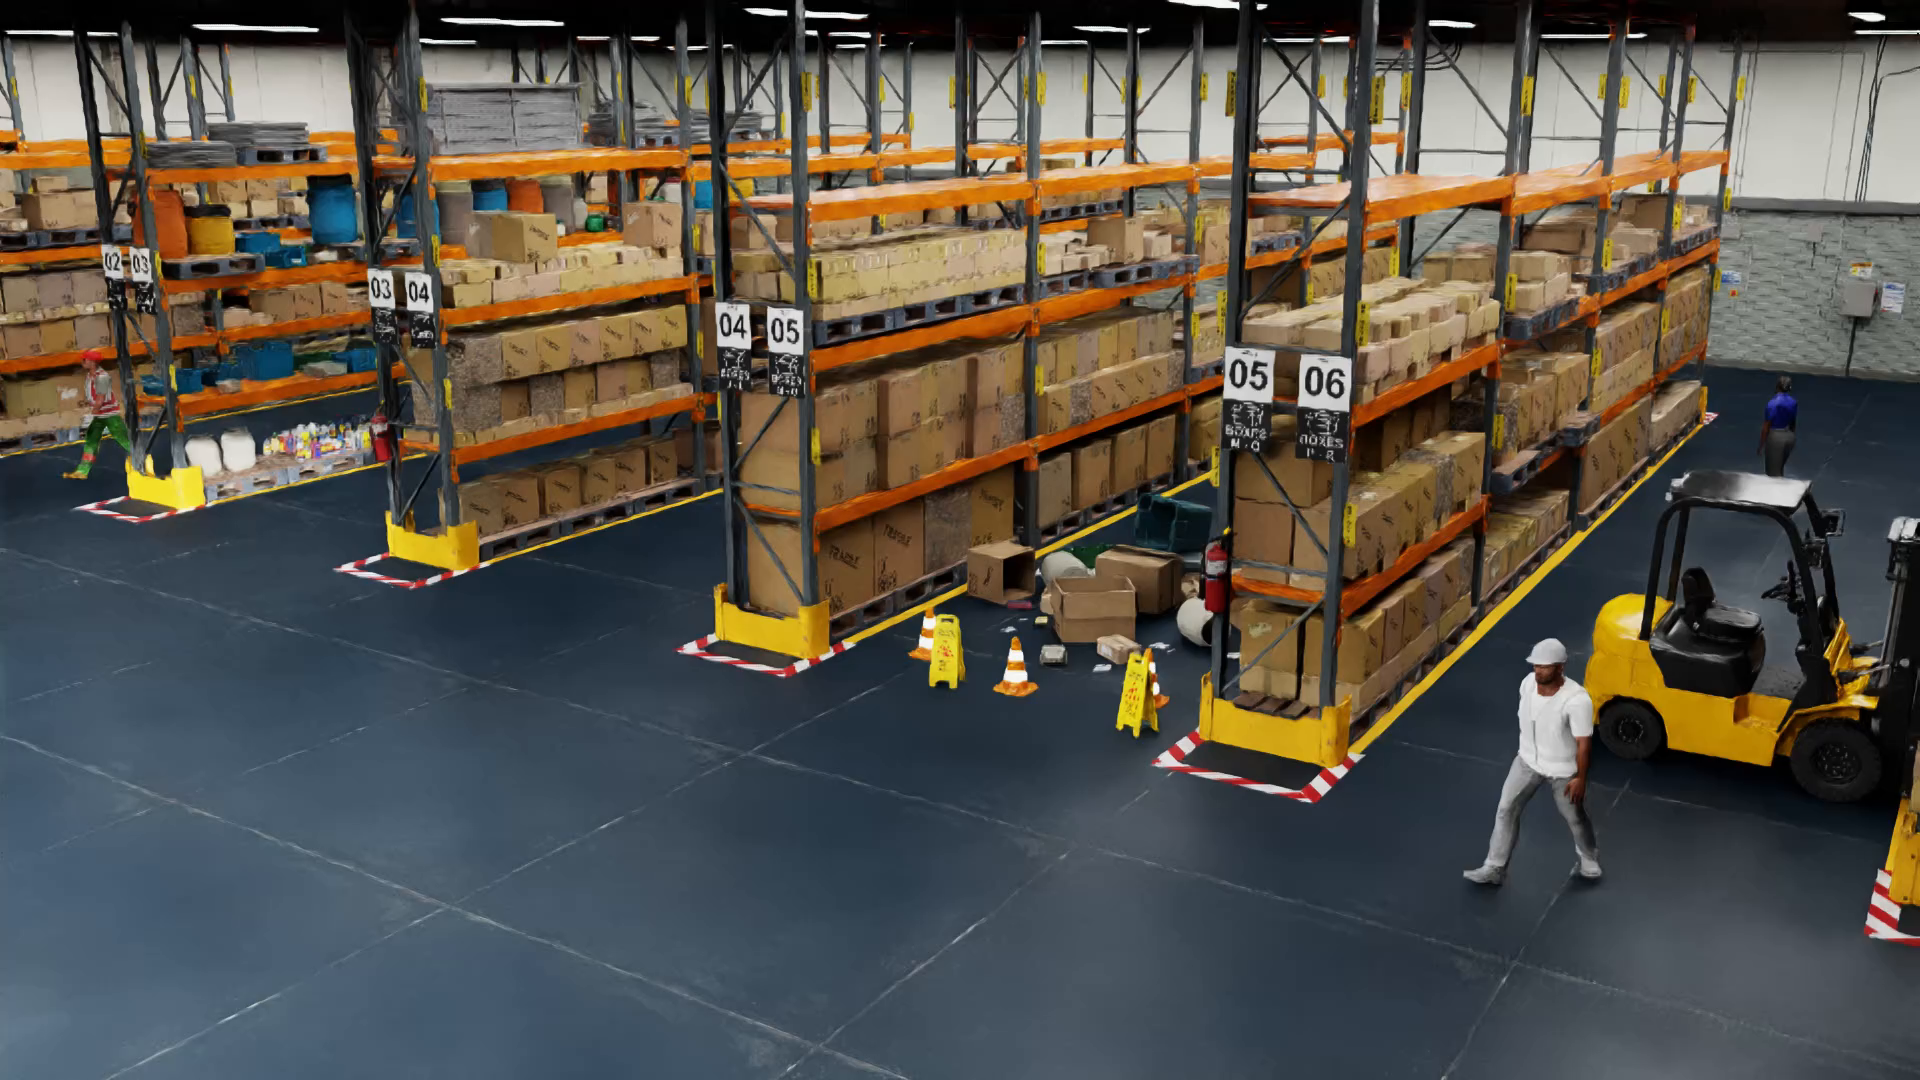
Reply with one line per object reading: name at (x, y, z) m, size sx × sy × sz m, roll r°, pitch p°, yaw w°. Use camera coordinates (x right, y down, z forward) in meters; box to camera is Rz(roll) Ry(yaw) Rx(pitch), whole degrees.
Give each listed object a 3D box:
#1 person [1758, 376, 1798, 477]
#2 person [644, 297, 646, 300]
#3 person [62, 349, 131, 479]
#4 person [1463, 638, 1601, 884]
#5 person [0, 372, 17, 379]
person at (9.999, -1.201, 20.407) m, size 0.574 × 1.652 × 0.545 m, roll -9°, pitch 18°, yaw -28°
person at (-6.191, -4.338, 31.577) m, size 0.598 × 1.698 × 1.194 m, roll 11°, pitch 19°, yaw 34°
person at (-11.334, -1.660, 21.916) m, size 0.534 × 1.726 × 1.038 m, roll 14°, pitch 21°, yaw 40°
person at (3.838, 1.449, 10.854) m, size 0.973 × 1.720 × 0.620 m, roll -10°, pitch 19°, yaw -33°
person at (-15.705, -3.011, 26.841) m, size 0.539 × 1.669 × 1.112 m, roll 9°, pitch 18°, yaw 30°
